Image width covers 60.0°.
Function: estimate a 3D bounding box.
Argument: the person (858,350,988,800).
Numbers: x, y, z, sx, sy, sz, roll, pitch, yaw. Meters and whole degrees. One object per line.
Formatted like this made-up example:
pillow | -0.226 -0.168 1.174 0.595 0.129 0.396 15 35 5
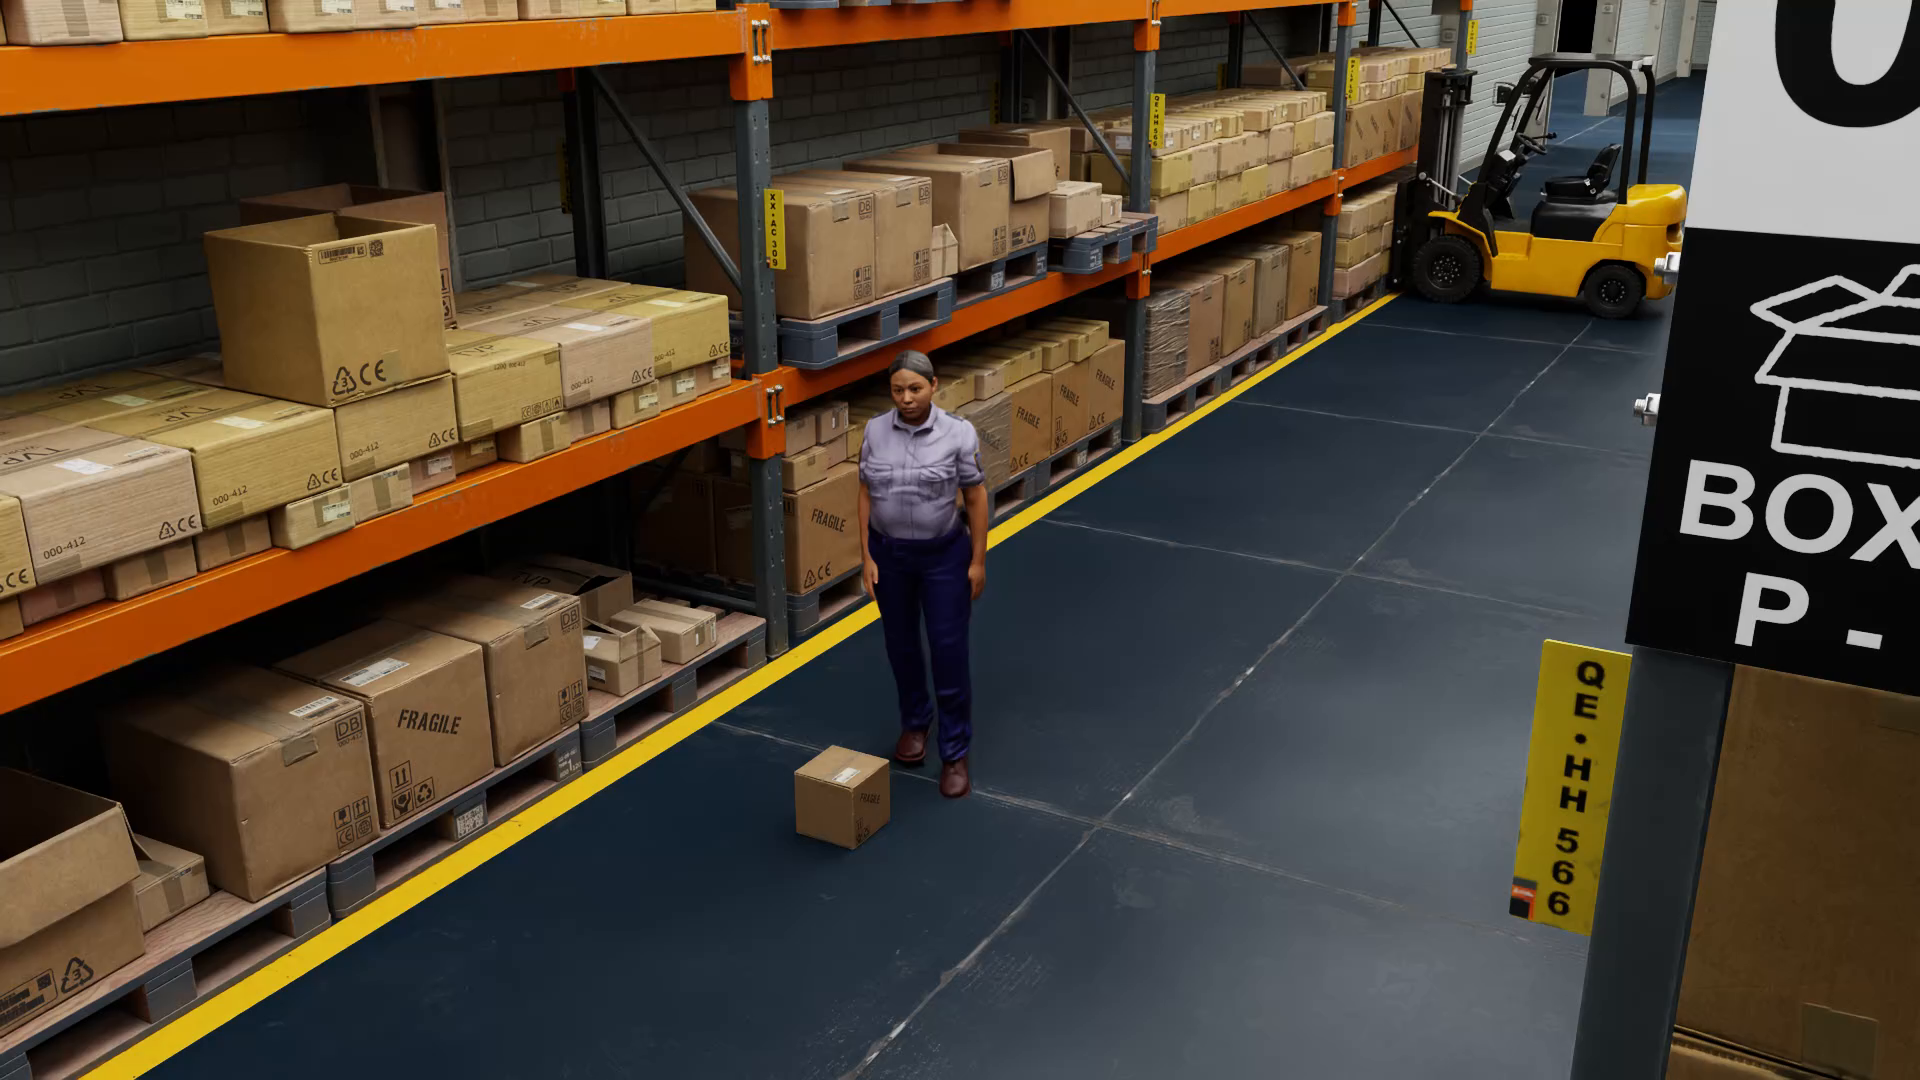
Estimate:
person | -0.156 0.119 6.275 0.497 1.661 0.497 5 20 13
